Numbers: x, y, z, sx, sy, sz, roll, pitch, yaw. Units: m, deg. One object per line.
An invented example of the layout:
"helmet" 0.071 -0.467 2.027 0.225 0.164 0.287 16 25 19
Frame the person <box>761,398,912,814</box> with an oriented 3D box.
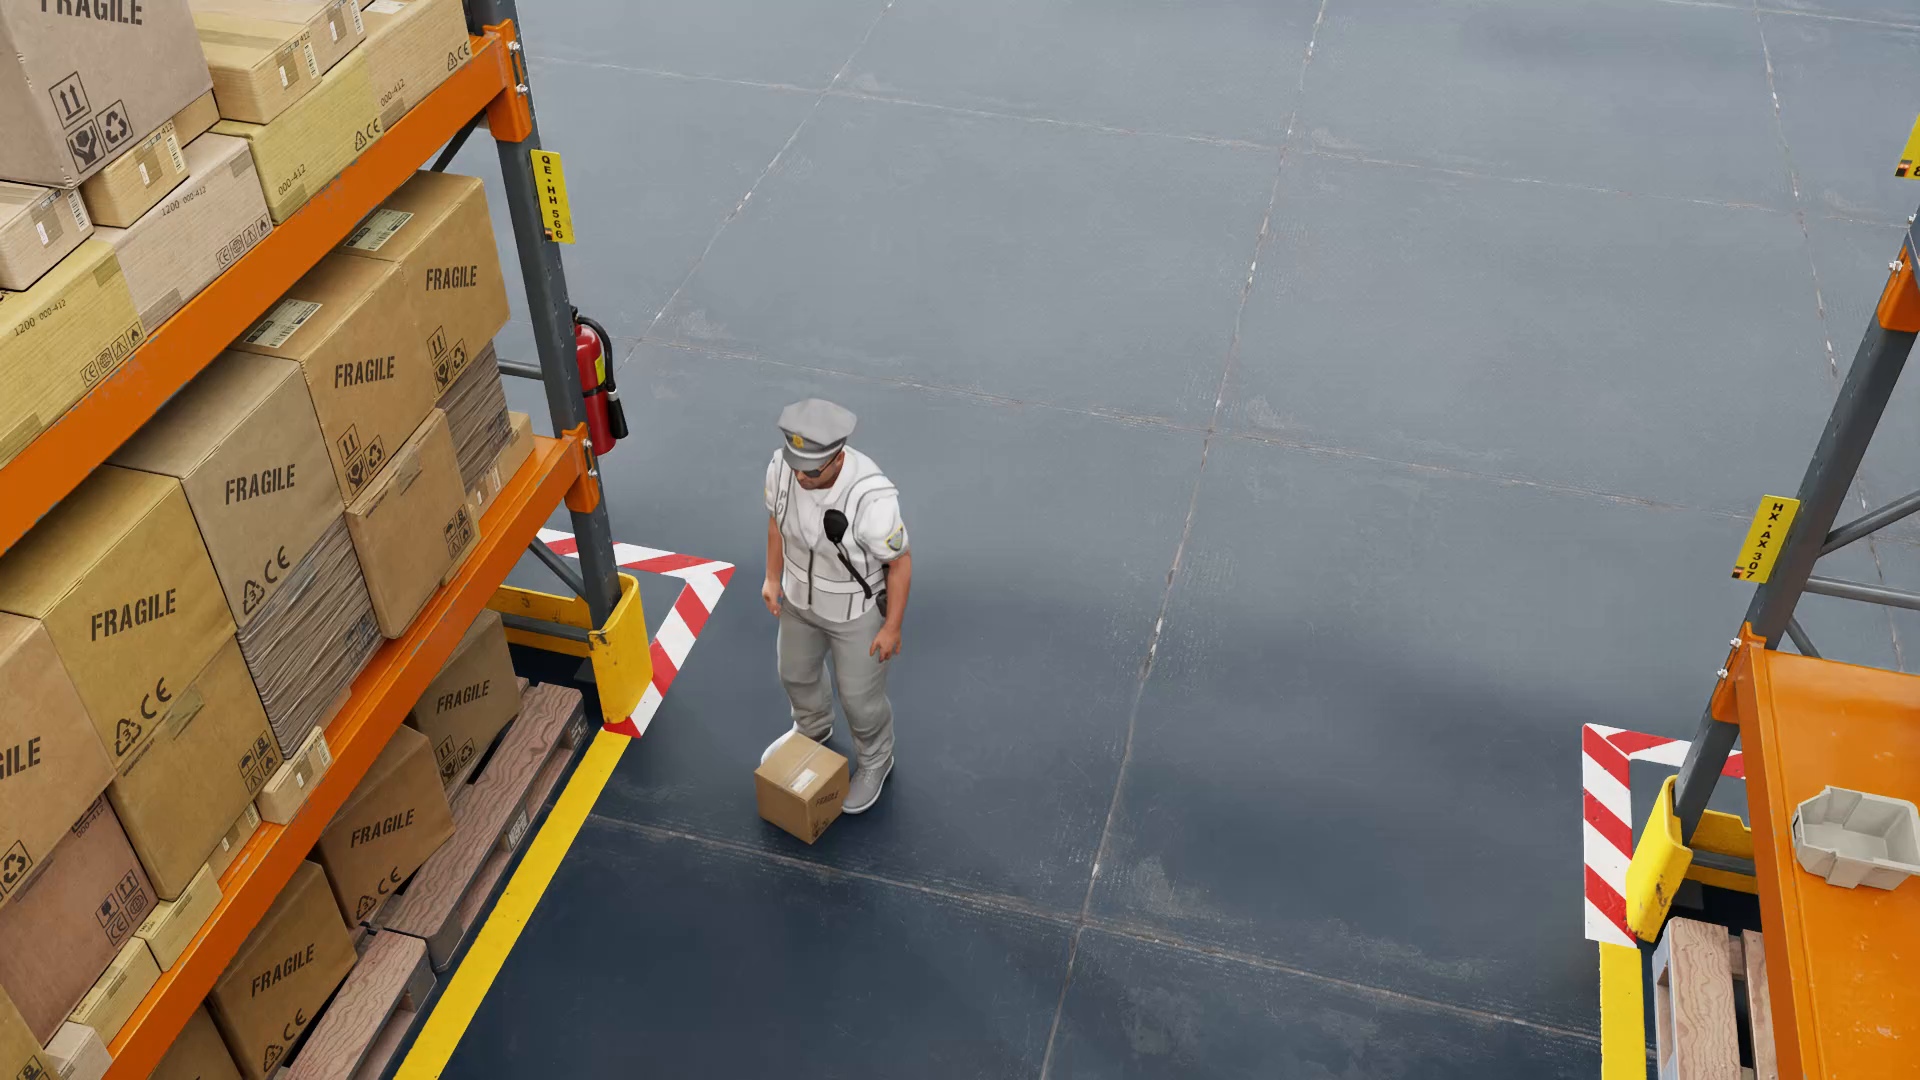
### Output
"person" -0.438 0.207 5.912 0.585 1.747 0.442 22 45 24
